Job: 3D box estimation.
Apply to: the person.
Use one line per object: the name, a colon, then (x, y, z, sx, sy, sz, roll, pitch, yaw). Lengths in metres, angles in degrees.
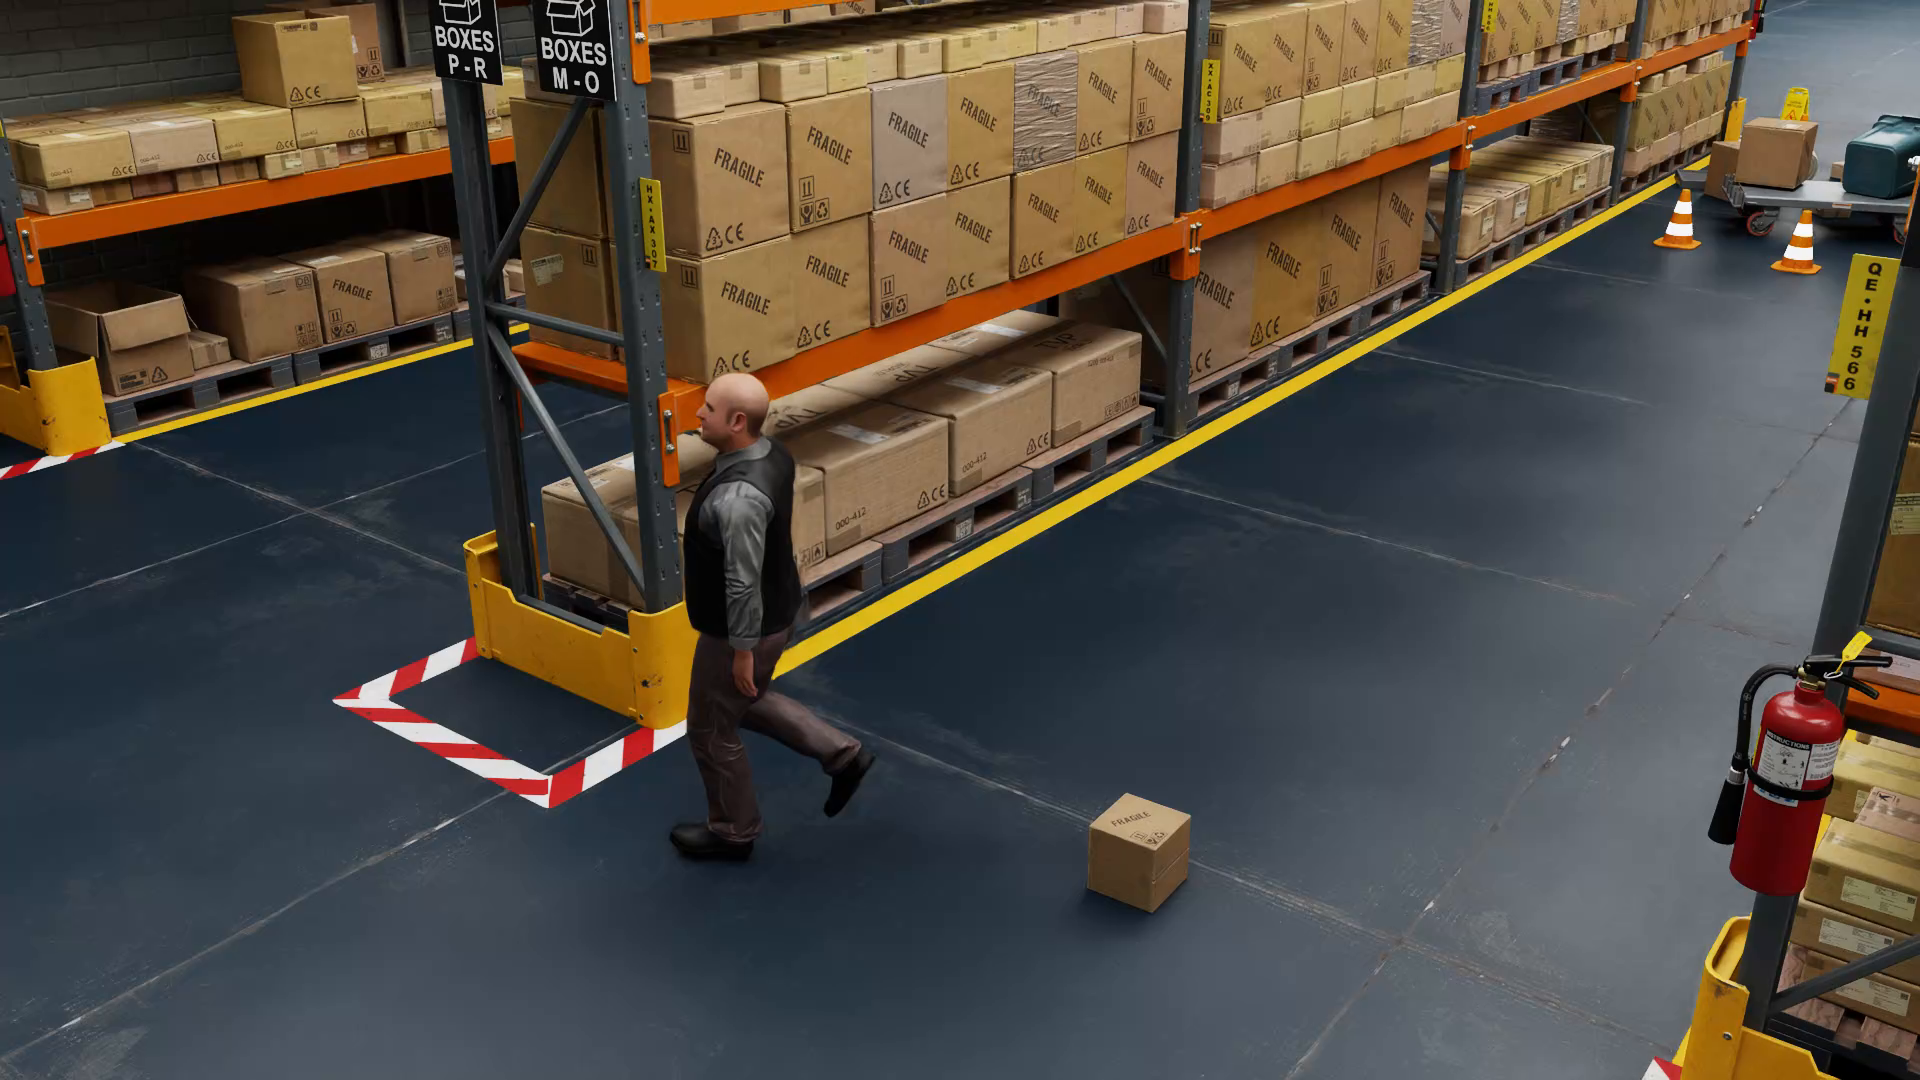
person: (-0.652, 0.273, 5.460, 0.704, 1.707, 0.537, 3, 24, 6)
